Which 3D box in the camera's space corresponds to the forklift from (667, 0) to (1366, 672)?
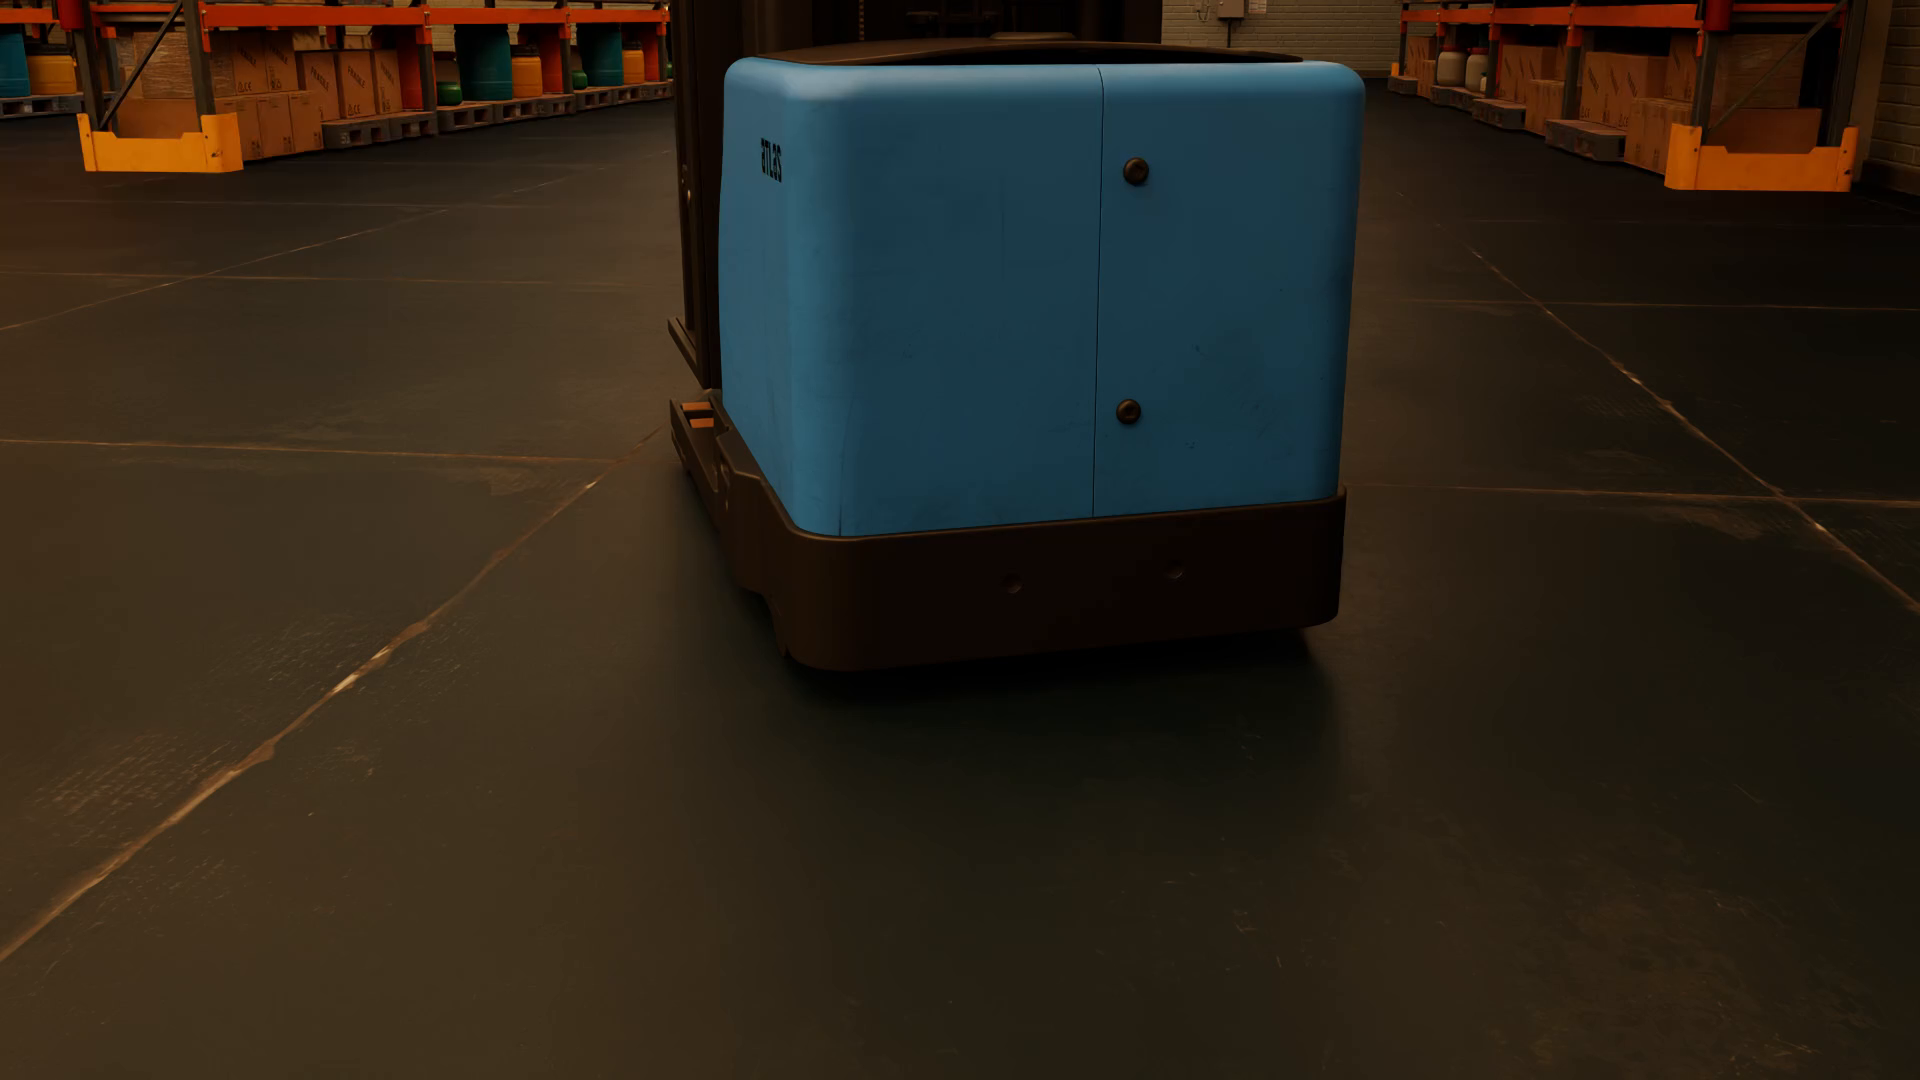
[{"bbox_3d":[-0.159,-1.575,3.946,1.130,2.935,3.031,-5,18,-14],"label":"forklift"}]
